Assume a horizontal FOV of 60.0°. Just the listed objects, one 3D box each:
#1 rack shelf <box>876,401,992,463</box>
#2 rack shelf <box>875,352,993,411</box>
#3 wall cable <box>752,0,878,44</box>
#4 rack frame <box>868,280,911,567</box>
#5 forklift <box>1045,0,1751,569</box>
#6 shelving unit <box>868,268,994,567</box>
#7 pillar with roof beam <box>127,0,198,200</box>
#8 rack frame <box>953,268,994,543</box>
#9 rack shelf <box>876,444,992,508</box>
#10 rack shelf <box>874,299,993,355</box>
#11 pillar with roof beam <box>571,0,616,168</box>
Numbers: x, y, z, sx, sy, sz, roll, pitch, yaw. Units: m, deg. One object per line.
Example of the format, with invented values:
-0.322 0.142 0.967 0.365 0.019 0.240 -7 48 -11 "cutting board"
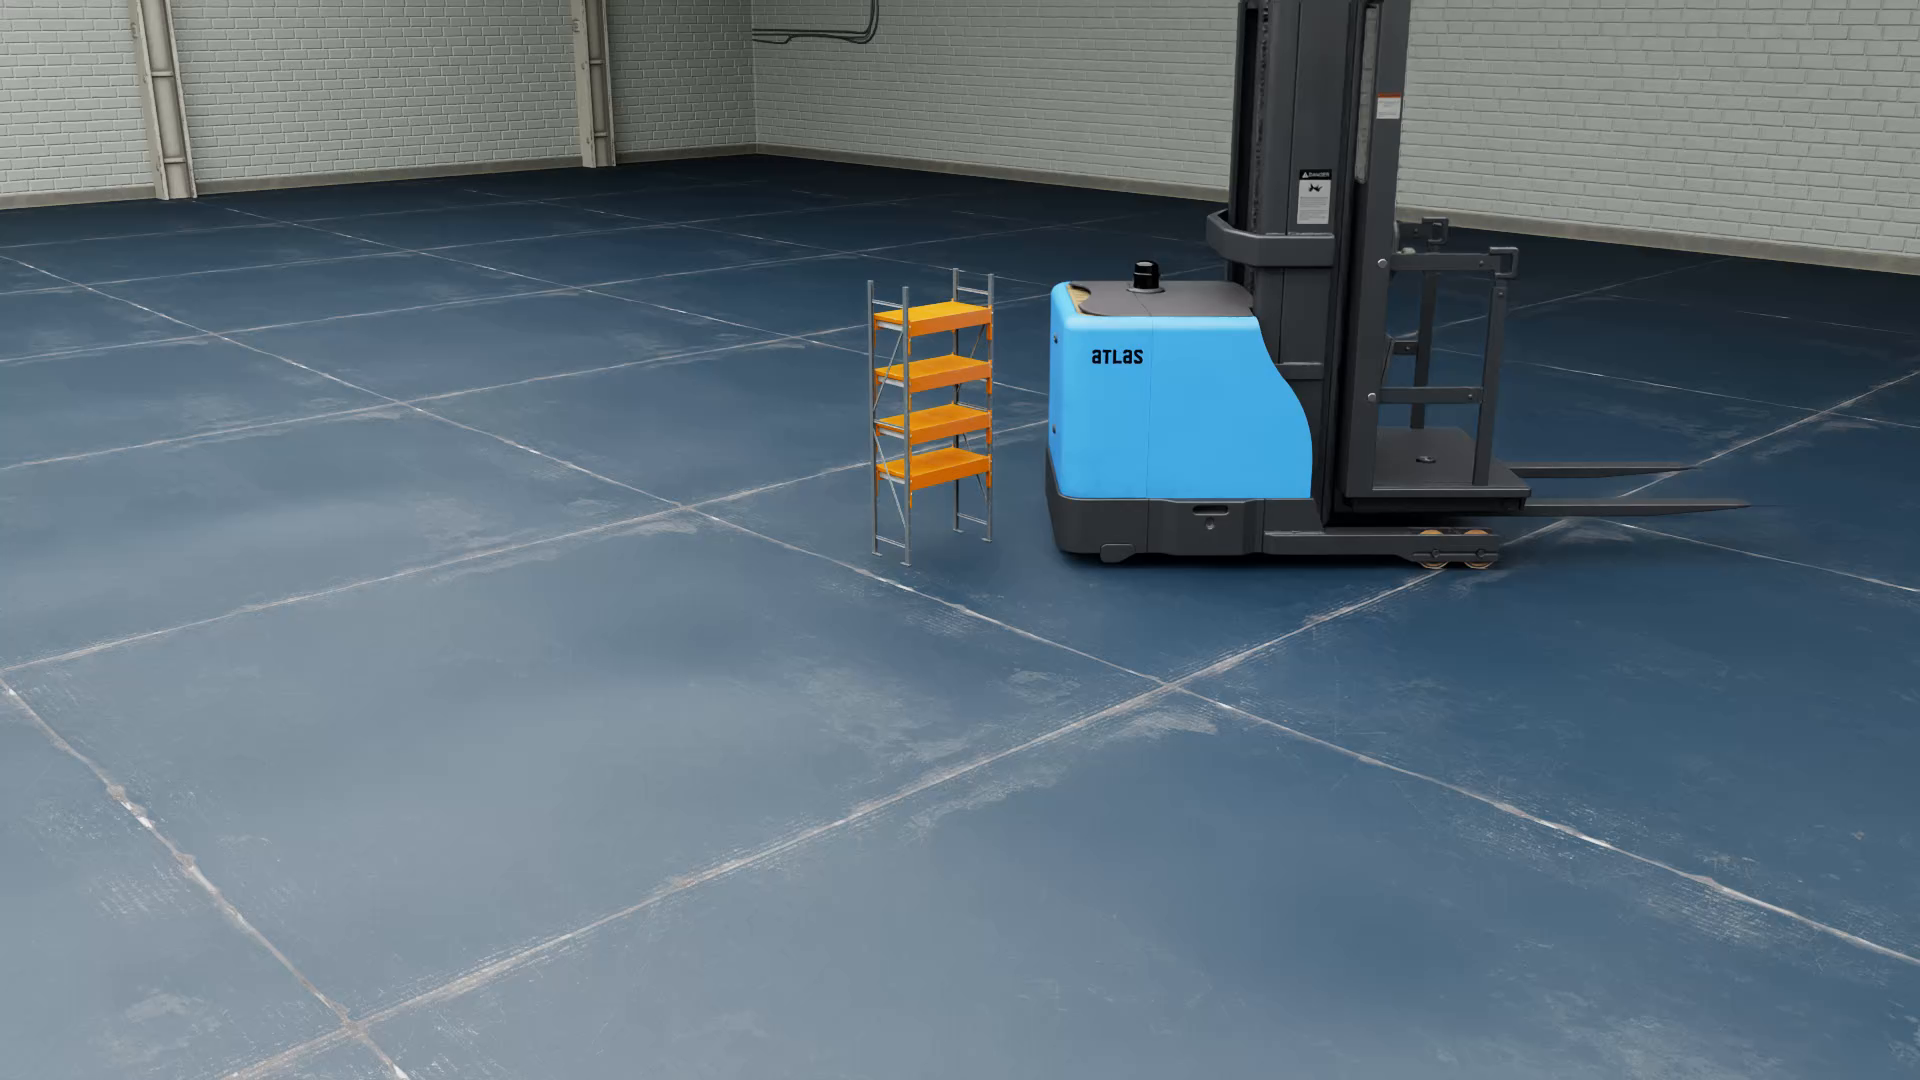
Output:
-0.120 -0.472 7.212 0.480 0.148 0.258 -16 24 -41 "rack shelf"
-0.120 -0.684 7.143 0.480 0.148 0.258 -16 24 -41 "rack shelf"
-2.255 -8.628 24.541 0.112 2.526 3.097 -16 24 -41 "wall cable"
-0.298 -0.484 7.032 0.015 1.200 0.240 -16 24 -41 "rack frame"
1.927 -1.433 7.153 3.031 2.935 1.130 0 18 0 "forklift"
-0.120 -0.536 7.191 0.503 1.200 0.258 -16 24 -41 "shelving unit"
-6.706 -7.541 16.154 0.400 9.000 9.100 -16 24 -41 "pillar with roof beam"
0.057 -0.587 7.351 0.015 1.200 0.240 -16 24 -41 "rack frame"
-0.120 -0.283 7.273 0.480 0.148 0.258 -16 24 -41 "rack shelf"
-0.120 -0.909 7.070 0.480 0.148 0.258 -16 24 -41 "rack shelf"
-2.346 -8.813 20.075 0.400 9.000 9.100 -16 24 -41 "pillar with roof beam"
